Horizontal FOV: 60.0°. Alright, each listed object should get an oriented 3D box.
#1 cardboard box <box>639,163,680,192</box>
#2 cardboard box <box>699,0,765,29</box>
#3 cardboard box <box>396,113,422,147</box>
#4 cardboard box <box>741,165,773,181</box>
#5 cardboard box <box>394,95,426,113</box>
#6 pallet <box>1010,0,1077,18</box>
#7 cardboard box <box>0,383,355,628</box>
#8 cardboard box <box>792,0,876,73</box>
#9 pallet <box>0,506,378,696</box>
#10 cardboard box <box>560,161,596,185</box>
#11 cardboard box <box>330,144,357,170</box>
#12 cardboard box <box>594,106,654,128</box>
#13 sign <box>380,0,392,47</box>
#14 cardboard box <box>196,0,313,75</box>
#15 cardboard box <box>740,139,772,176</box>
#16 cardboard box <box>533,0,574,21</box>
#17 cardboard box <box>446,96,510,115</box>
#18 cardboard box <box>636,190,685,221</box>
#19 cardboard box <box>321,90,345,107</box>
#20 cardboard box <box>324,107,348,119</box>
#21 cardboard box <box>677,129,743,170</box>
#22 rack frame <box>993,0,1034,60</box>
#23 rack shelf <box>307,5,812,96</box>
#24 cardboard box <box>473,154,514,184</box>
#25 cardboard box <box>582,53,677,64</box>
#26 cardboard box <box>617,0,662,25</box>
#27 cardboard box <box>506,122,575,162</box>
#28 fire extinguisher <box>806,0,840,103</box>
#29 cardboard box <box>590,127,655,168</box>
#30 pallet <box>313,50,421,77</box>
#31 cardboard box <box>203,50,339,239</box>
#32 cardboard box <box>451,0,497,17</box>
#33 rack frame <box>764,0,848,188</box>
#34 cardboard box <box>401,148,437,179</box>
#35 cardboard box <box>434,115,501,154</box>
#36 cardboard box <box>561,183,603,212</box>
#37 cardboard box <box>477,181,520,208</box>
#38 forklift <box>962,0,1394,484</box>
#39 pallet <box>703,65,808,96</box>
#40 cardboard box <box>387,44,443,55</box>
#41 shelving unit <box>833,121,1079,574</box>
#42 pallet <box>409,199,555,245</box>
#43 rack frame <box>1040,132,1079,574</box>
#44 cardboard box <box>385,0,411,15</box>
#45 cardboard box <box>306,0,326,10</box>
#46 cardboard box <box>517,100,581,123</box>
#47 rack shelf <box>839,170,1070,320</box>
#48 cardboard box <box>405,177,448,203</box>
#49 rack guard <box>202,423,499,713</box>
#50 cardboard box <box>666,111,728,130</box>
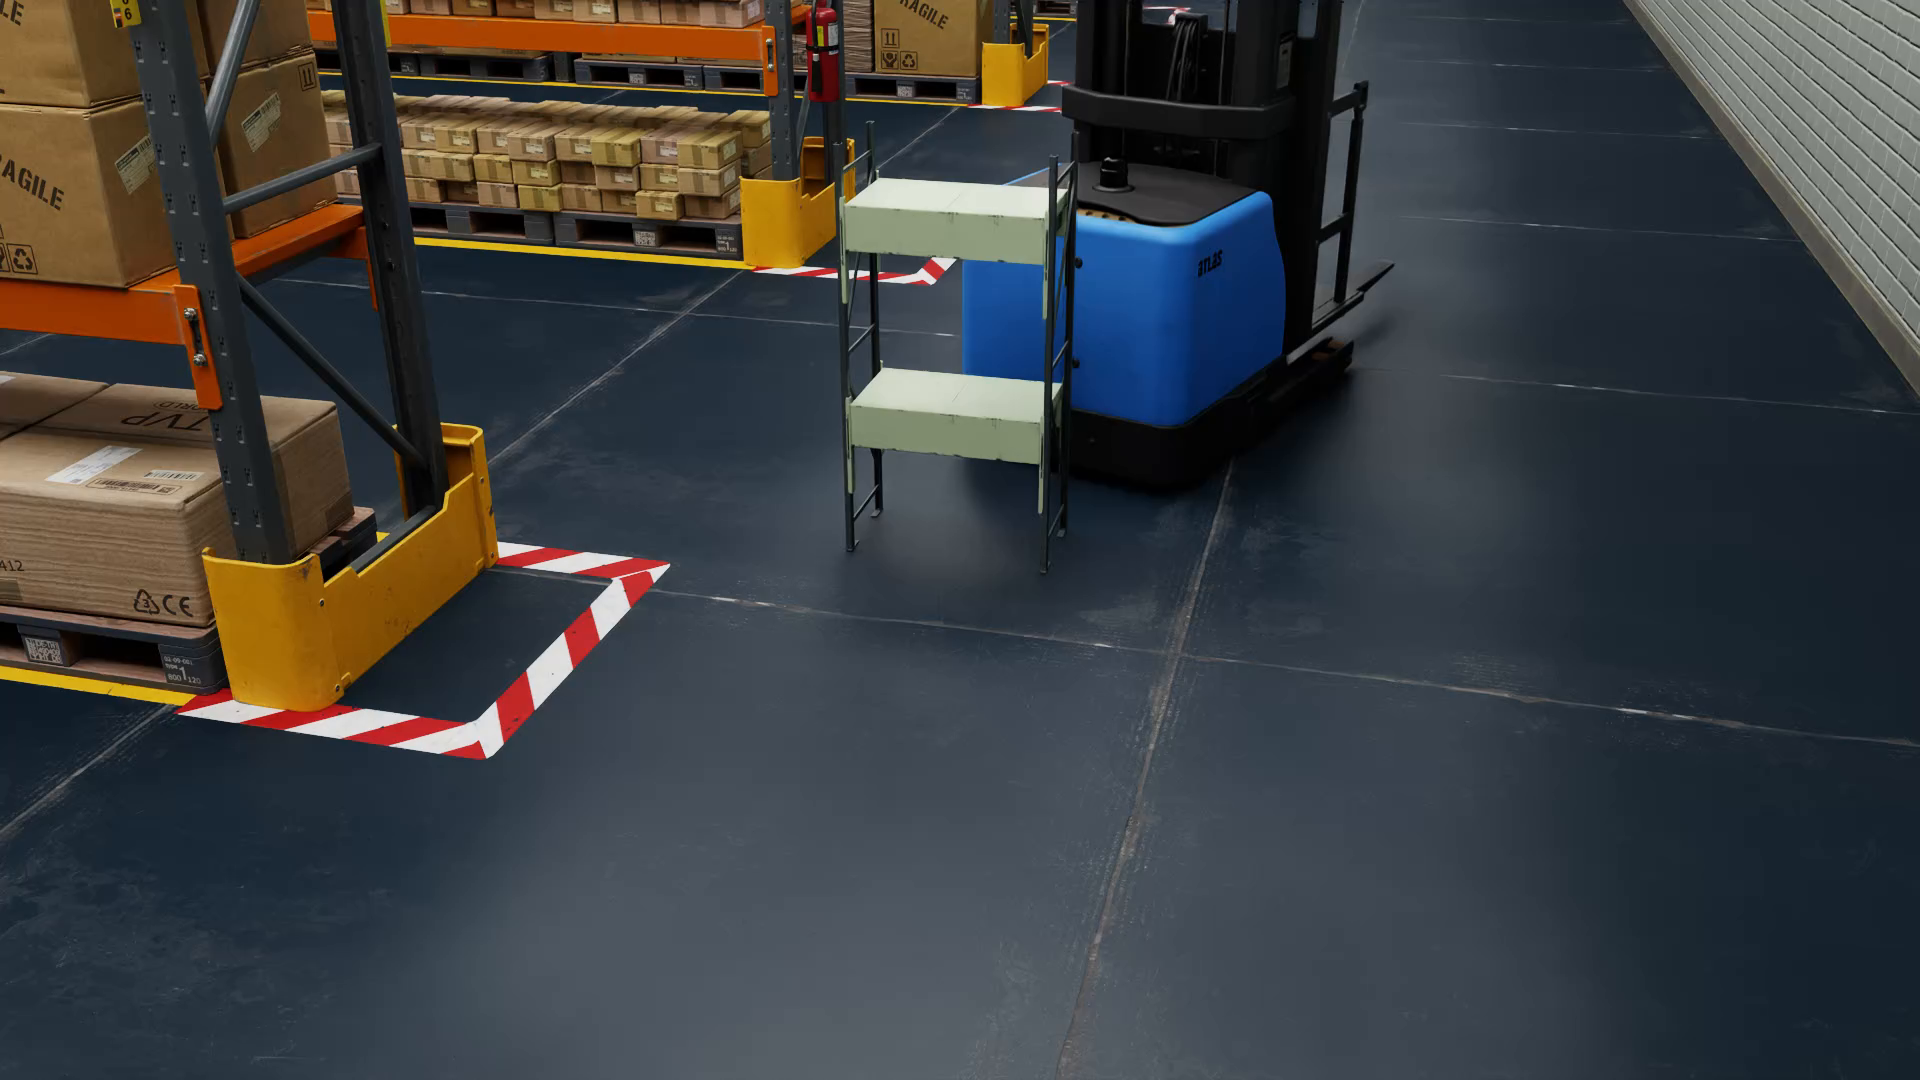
[{"bbox_3d":[-1.699,-2.176,9.813,0.250,0.149,0.380,6,26,12],"label":"cardboard box"},{"bbox_3d":[-1.263,-2.955,9.260,0.250,0.149,0.380,6,26,13],"label":"cardboard box"},{"bbox_3d":[-3.475,-2.487,10.120,0.250,0.149,0.380,7,26,14],"label":"cardboard box"},{"bbox_3d":[-1.304,-2.243,10.300,0.250,0.149,0.380,7,26,14],"label":"cardboard box"},{"bbox_3d":[-3.609,-2.726,10.623,0.250,0.149,0.380,7,26,15],"label":"cardboard box"},{"bbox_3d":[0.901,-6.113,18.844,1.213,0.211,1.003,6,26,13],"label":"pallet"},{"bbox_3d":[-2.676,-0.142,5.550,0.875,0.438,0.875,5,26,11],"label":"cardboard box"},{"bbox_3d":[-1.065,-4.568,14.339,0.875,0.875,0.875,6,26,13],"label":"cardboard box"},{"bbox_3d":[-2.806,0.126,5.739,1.213,0.211,1.003,6,26,13],"label":"pallet"},{"bbox_3d":[-2.197,-2.252,9.973,0.250,0.149,0.380,6,26,12],"label":"cardboard box"},{"bbox_3d":[-3.706,-2.413,10.312,0.250,0.149,0.380,5,26,10],"label":"cardboard box"},{"bbox_3d":[-2.069,-2.572,10.298,0.250,0.149,0.380,5,26,10],"label":"cardboard box"},{"bbox_3d":[-1.868,-1.737,5.309,0.005,0.325,0.100,6,26,13],"label":"sign"},{"bbox_3d":[-2.406,-1.746,5.149,0.500,0.500,0.500,6,26,12],"label":"cardboard box"},{"bbox_3d":[-1.320,-2.351,10.181,0.250,0.149,0.380,7,26,15],"label":"cardboard box"},{"bbox_3d":[-2.242,-3.076,9.514,0.250,0.149,0.380,5,26,11],"label":"cardboard box"},{"bbox_3d":[-3.060,-2.712,10.593,0.250,0.149,0.380,5,26,11],"label":"cardboard box"},{"bbox_3d":[-1.713,-2.009,9.808,0.250,0.149,0.380,7,26,15],"label":"cardboard box"},{"bbox_3d":[-4.084,-2.810,10.799,0.250,0.149,0.380,7,26,14],"label":"cardboard box"},{"bbox_3d":[-3.959,-2.567,10.288,0.250,0.149,0.380,6,26,12],"label":"cardboard box"},{"bbox_3d":[-1.453,-2.274,9.672,0.250,0.149,0.380,7,26,14],"label":"cardboard box"},{"bbox_3d":[0.456,-5.205,13.694,0.127,3.000,1.000,6,26,13],"label":"rack frame"},{"bbox_3d":[-2.814,-3.041,9.984,4.000,0.370,1.077,6,26,13],"label":"rack shelf"},{"bbox_3d":[-2.711,-2.266,10.002,0.250,0.149,0.380,8,27,16],"label":"cardboard box"},{"bbox_3d":[-2.798,-4.760,14.742,0.875,0.875,0.875,6,26,13],"label":"cardboard box"},{"bbox_3d":[-1.741,-3.018,9.392,0.250,0.149,0.380,6,26,12],"label":"cardboard box"},{"bbox_3d":[-2.473,-2.359,9.851,0.250,0.149,0.380,7,26,15],"label":"cardboard box"},{"bbox_3d":[-0.748,-2.729,9.016,0.183,0.674,0.296,6,26,13],"label":"fire extinguisher"},{"bbox_3d":[-1.964,-2.299,9.726,0.250,0.149,0.380,6,26,12],"label":"cardboard box"},{"bbox_3d":[-5.369,-4.556,15.573,1.213,0.211,1.003,6,26,13],"label":"pallet"},{"bbox_3d":[-2.405,-1.296,5.366,0.500,0.500,0.500,6,26,13],"label":"cardboard box"},{"bbox_3d":[-2.750,-3.151,9.672,0.250,0.149,0.380,7,26,14],"label":"cardboard box"},{"bbox_3d":[-0.877,-3.151,9.380,0.127,3.000,1.000,6,26,13],"label":"rack frame"},{"bbox_3d":[-3.217,-2.321,10.117,0.250,0.149,0.380,6,26,13],"label":"cardboard box"},{"bbox_3d":[-2.962,-2.450,10.042,0.250,0.149,0.380,6,26,13],"label":"cardboard box"},{"bbox_3d":[-2.190,-2.094,9.987,0.250,0.149,0.380,7,26,14],"label":"cardboard box"},{"bbox_3d":[-2.712,-2.133,10.068,0.250,0.149,0.380,7,26,14],"label":"cardboard box"},{"bbox_3d":[1.210,-2.129,7.313,1.130,2.935,3.031,15,29,29],"label":"forklift"},{"bbox_3d":[-1.515,-4.131,14.681,1.213,0.211,1.003,6,26,13],"label":"pallet"},{"bbox_3d":[-4.908,-5.019,15.287,0.875,0.875,1.225,5,26,11],"label":"cardboard box"},{"bbox_3d":[-0.006,-0.678,5.929,0.755,1.500,0.431,6,26,13],"label":"shelving unit"},{"bbox_3d":[-2.906,-2.134,10.486,1.213,0.211,1.003,6,26,13],"label":"pallet"},{"bbox_3d":[0.348,-0.639,5.847,0.023,1.500,0.400,6,26,13],"label":"rack frame"},{"bbox_3d":[-3.270,-3.179,9.730,0.250,0.149,0.380,7,26,15],"label":"cardboard box"},{"bbox_3d":[-3.756,-3.265,9.910,0.250,0.149,0.380,5,26,11],"label":"cardboard box"},{"bbox_3d":[-2.579,-2.653,10.468,0.250,0.149,0.380,7,26,14],"label":"cardboard box"},{"bbox_3d":[-0.006,-1.030,5.761,0.720,0.370,0.431,6,26,13],"label":"rack shelf"},{"bbox_3d":[-3.211,-2.187,10.183,0.250,0.149,0.380,6,26,12],"label":"cardboard box"},{"bbox_3d":[-1.988,0.051,5.560,0.348,0.500,1.175,6,26,13],"label":"rack guard"},{"bbox_3d":[-1.597,-2.499,10.146,0.250,0.149,0.380,7,26,14],"label":"cardboard box"}]
